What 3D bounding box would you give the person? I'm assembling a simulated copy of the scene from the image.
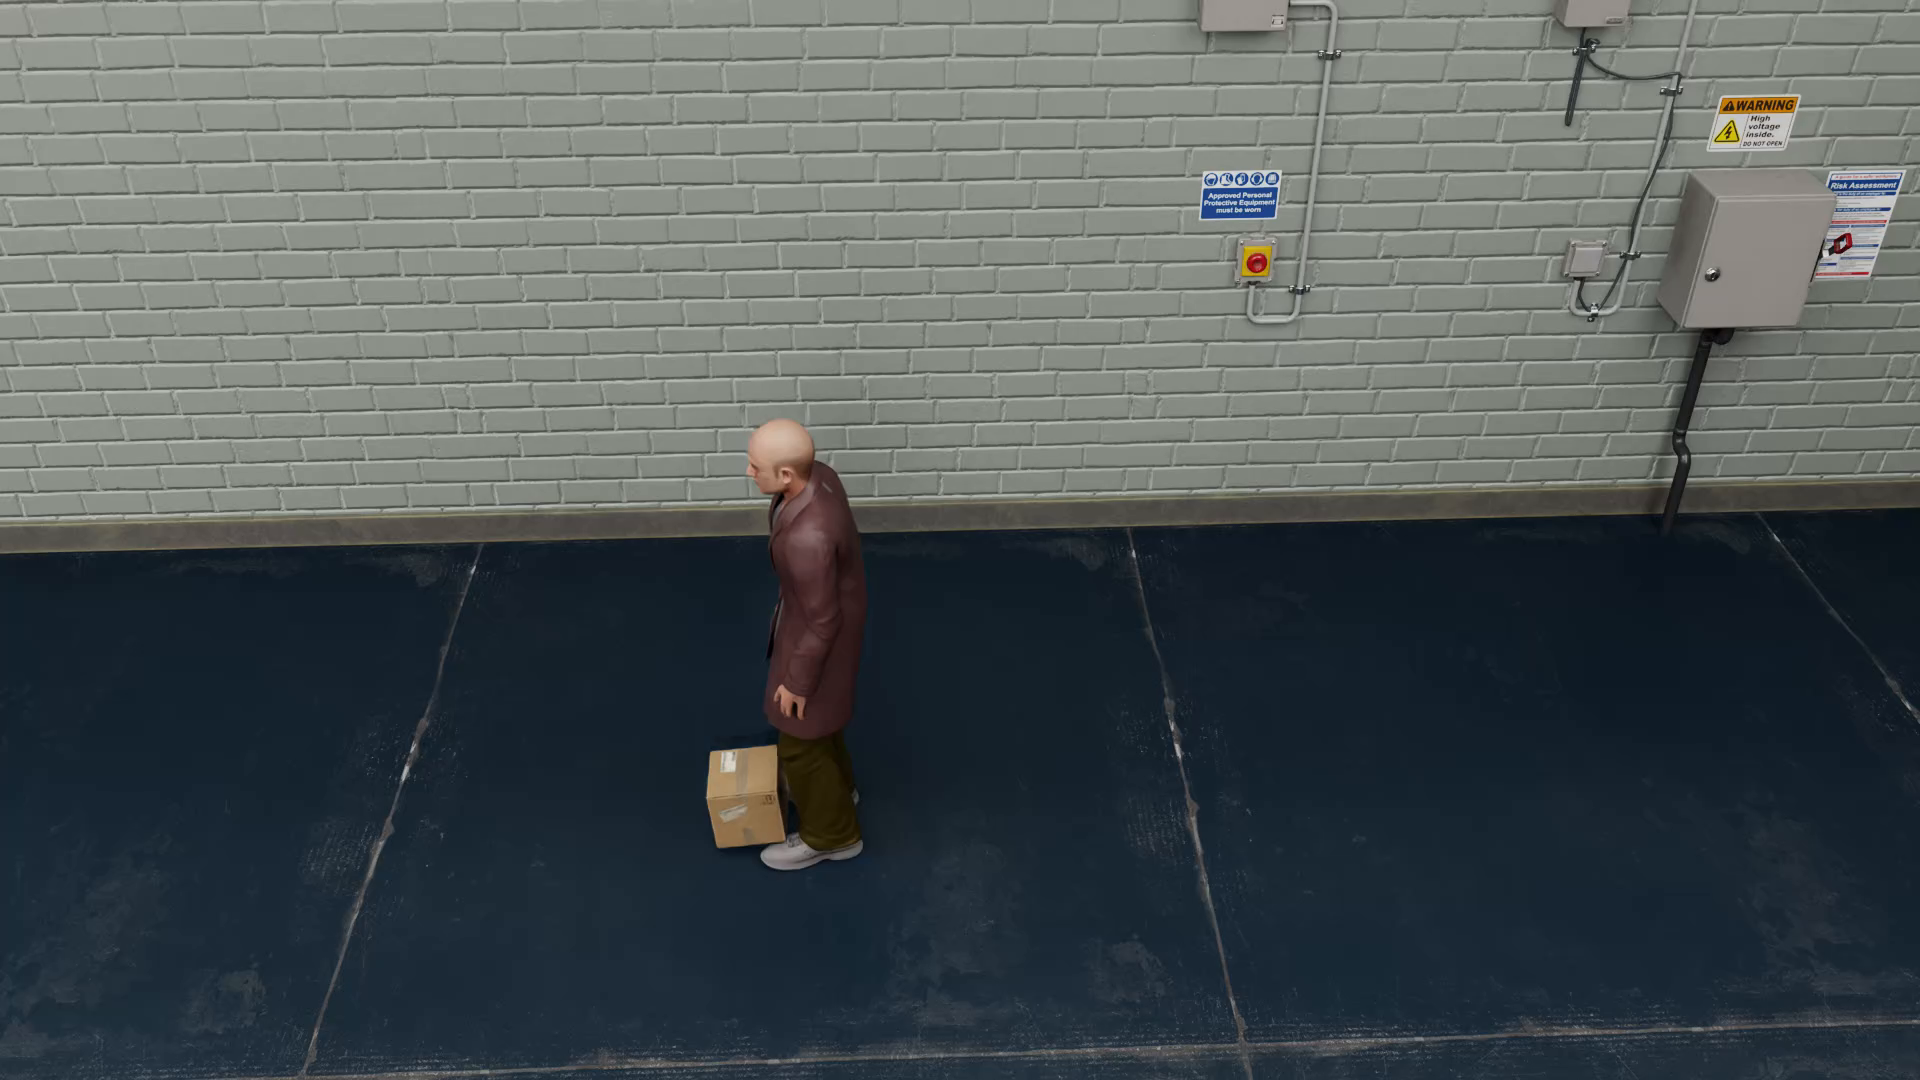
[{"bbox_3d":[-0.520,0.353,5.648,0.426,1.774,0.612,-3,35,-4],"label":"person"}]
